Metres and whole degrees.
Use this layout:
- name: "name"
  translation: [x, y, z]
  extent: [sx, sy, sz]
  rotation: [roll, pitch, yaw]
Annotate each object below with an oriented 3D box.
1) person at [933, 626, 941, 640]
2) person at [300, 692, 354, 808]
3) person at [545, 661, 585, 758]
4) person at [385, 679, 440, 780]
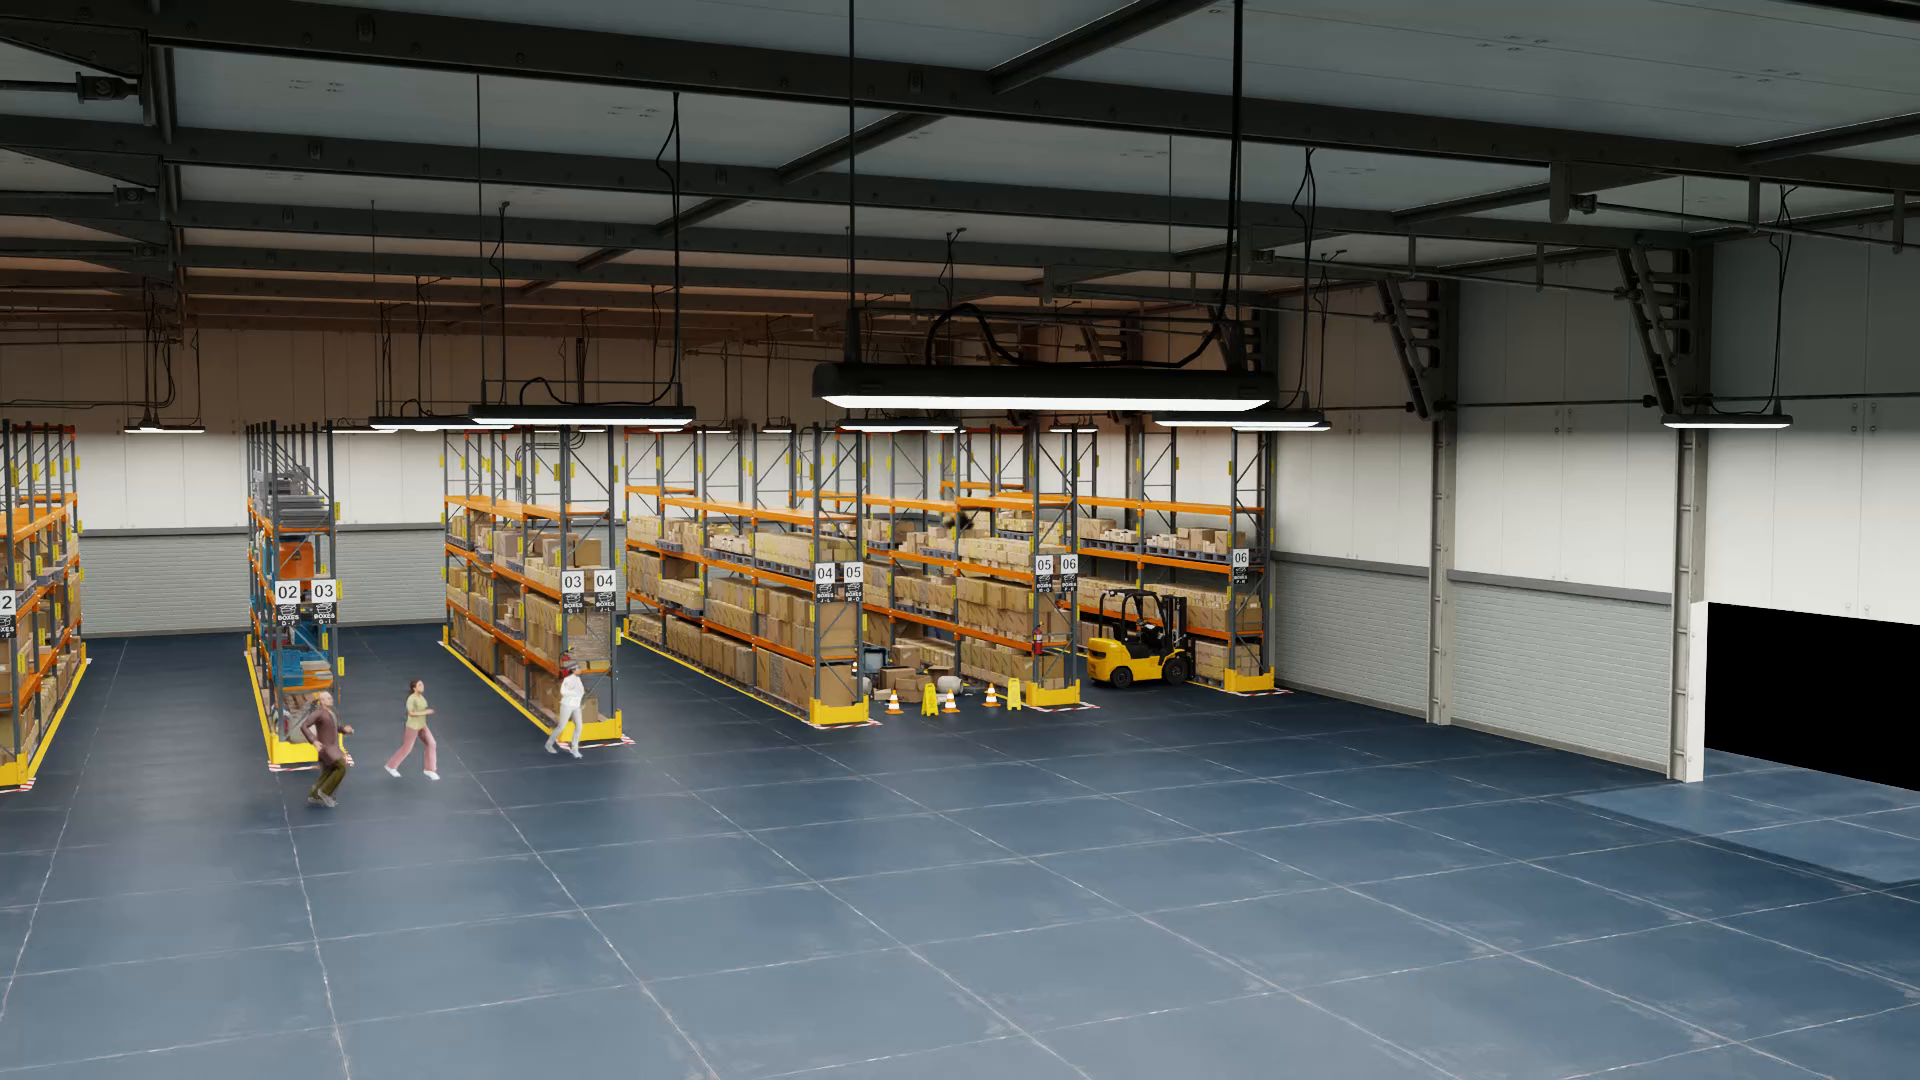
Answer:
- name: "person"
  translation: [-0.812, 2.003, 46.135]
  extent: [0.624, 1.676, 0.875]
  rotation: [-2, 4, -27]
- name: "person"
  translation: [-9.728, 3.234, 25.661]
  extent: [0.752, 1.781, 0.684]
  rotation: [0, 4, -1]
- name: "person"
  translation: [-6.993, 3.021, 29.893]
  extent: [0.800, 1.701, 0.627]
  rotation: [2, 4, 27]
- name: "person"
  translation: [-9.123, 3.155, 27.712]
  extent: [0.901, 1.708, 0.584]
  rotation: [1, 4, 11]
